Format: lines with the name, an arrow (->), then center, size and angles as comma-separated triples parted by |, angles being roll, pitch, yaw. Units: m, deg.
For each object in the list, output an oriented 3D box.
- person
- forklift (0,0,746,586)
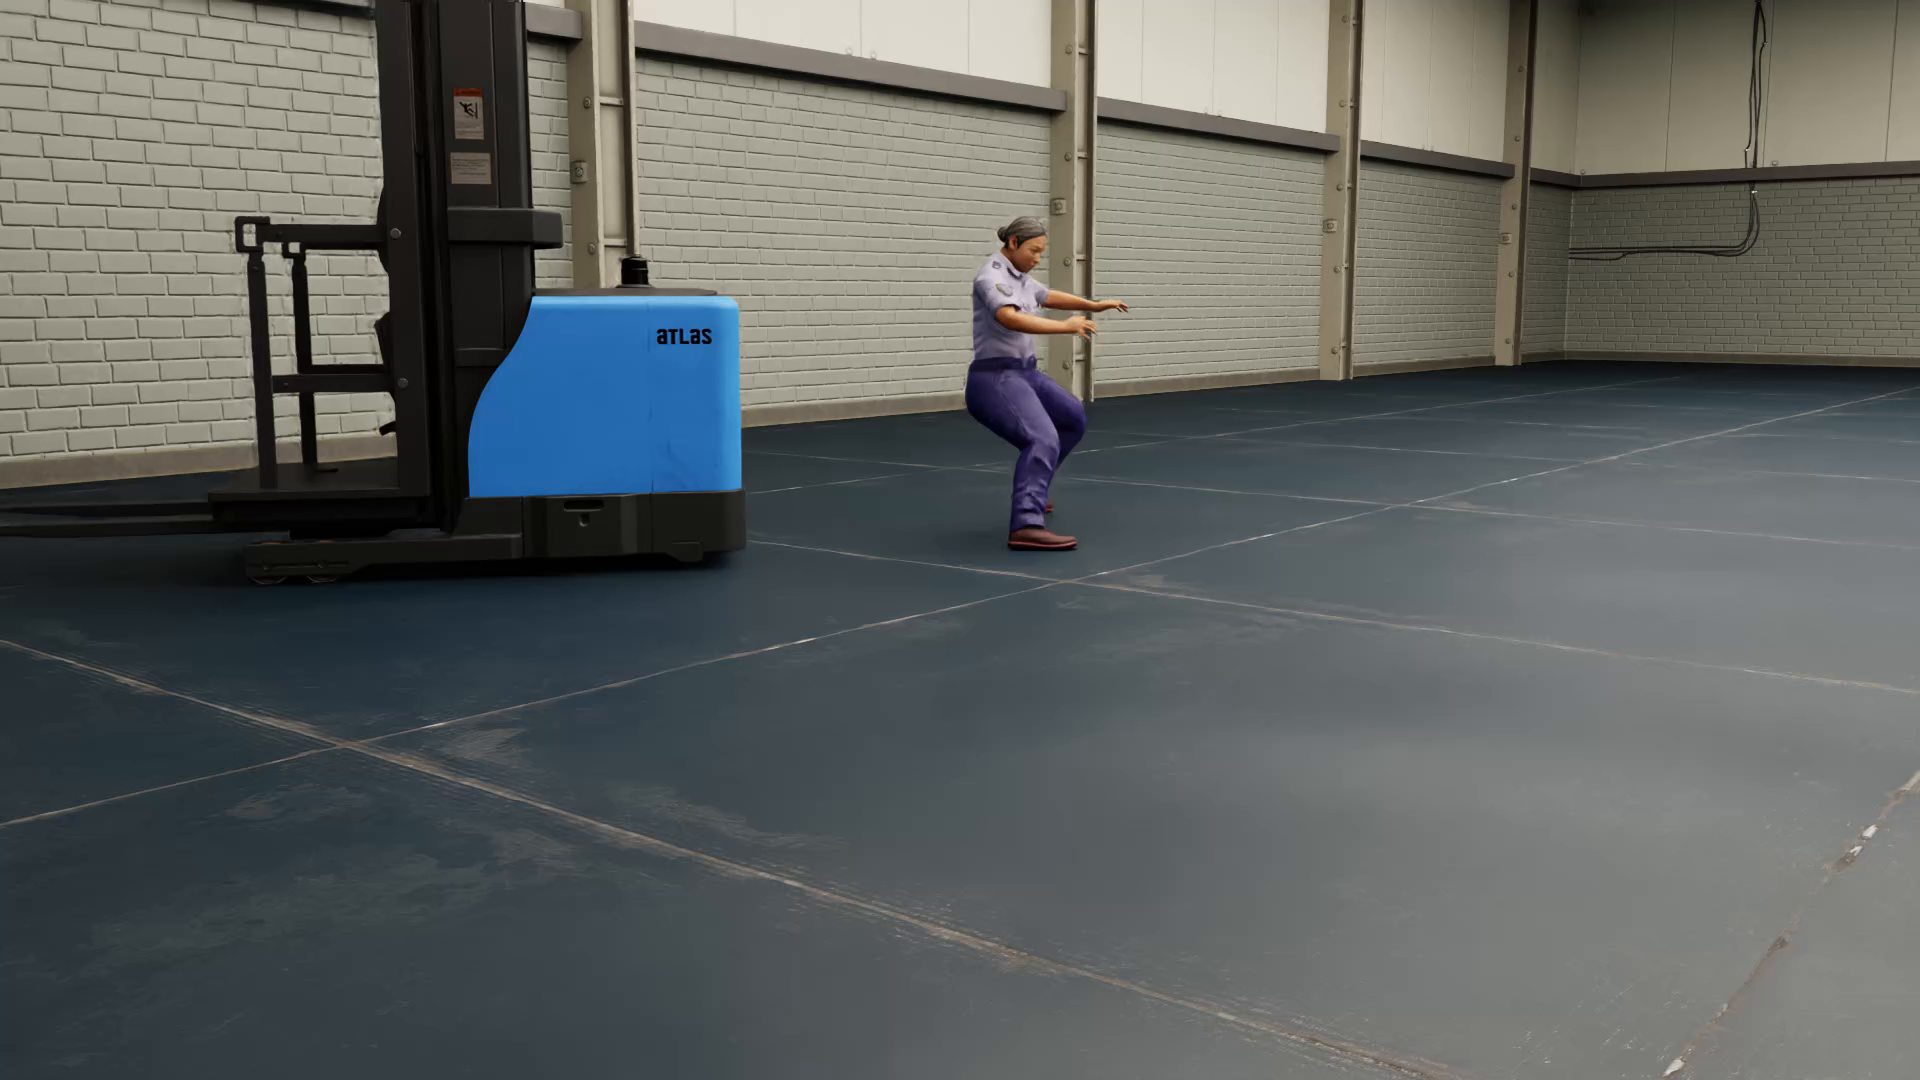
person -> 0.368, -0.747, 7.574 | 0.625, 1.430, 1.205 | 3, 9, 20
forklift -> -2.435, -1.363, 6.597 | 3.031, 2.935, 1.130 | -2, 9, -13
